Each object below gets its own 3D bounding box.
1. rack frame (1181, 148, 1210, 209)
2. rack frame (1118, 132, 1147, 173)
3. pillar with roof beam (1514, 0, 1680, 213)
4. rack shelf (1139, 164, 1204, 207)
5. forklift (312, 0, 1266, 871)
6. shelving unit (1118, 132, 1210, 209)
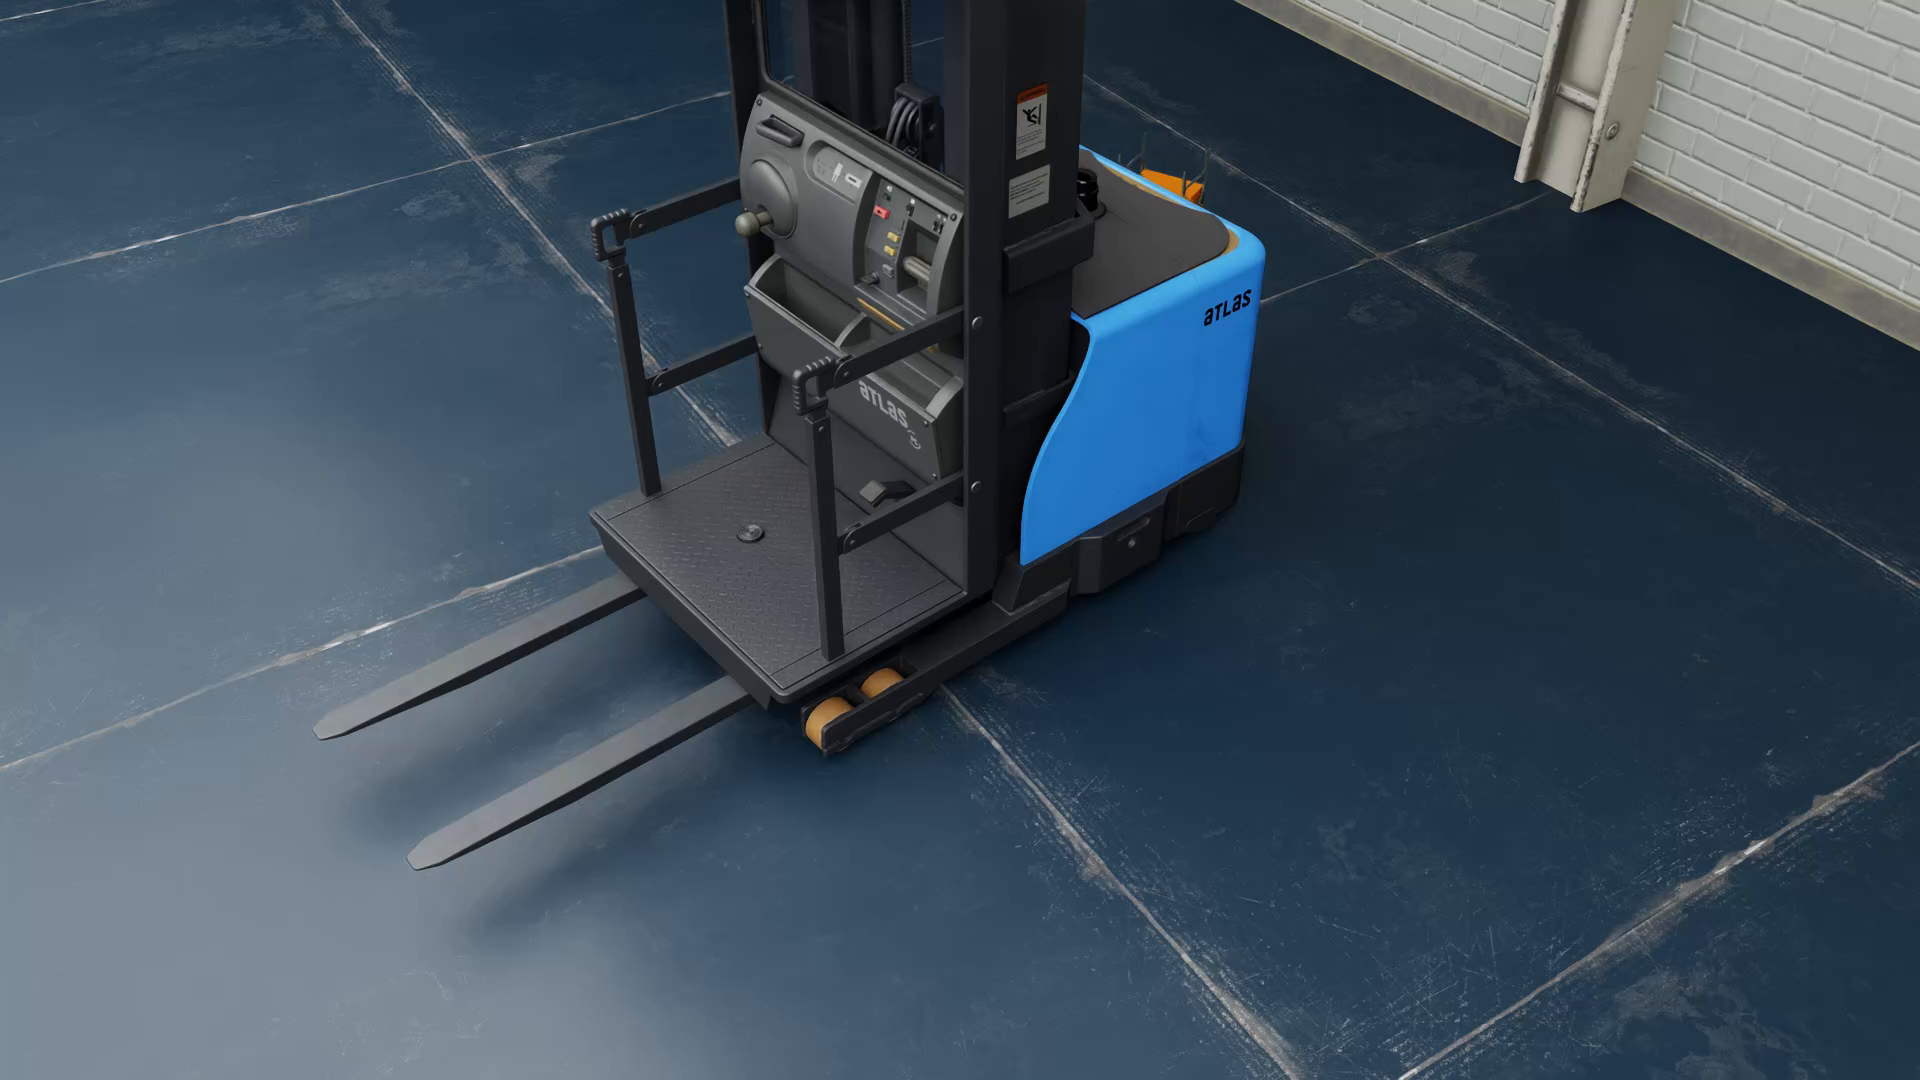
[{"bbox_3d":[0.810,-0.891,5.997,0.008,1.050,0.200,21,45,24],"label":"rack frame"},{"bbox_3d":[0.602,-0.972,6.096,0.008,1.050,0.200,21,45,24],"label":"rack frame"},{"bbox_3d":[-0.806,-3.614,3.057,9.100,9.000,0.400,-22,45,-24],"label":"pillar with roof beam"},{"bbox_3d":[0.704,-1.141,5.871,0.240,0.259,0.215,21,45,24],"label":"rack shelf"},{"bbox_3d":[-0.479,-0.871,4.506,3.031,2.935,1.130,-28,47,-29],"label":"forklift"},{"bbox_3d":[0.706,-0.932,6.046,0.252,1.050,0.215,21,45,24],"label":"shelving unit"}]
